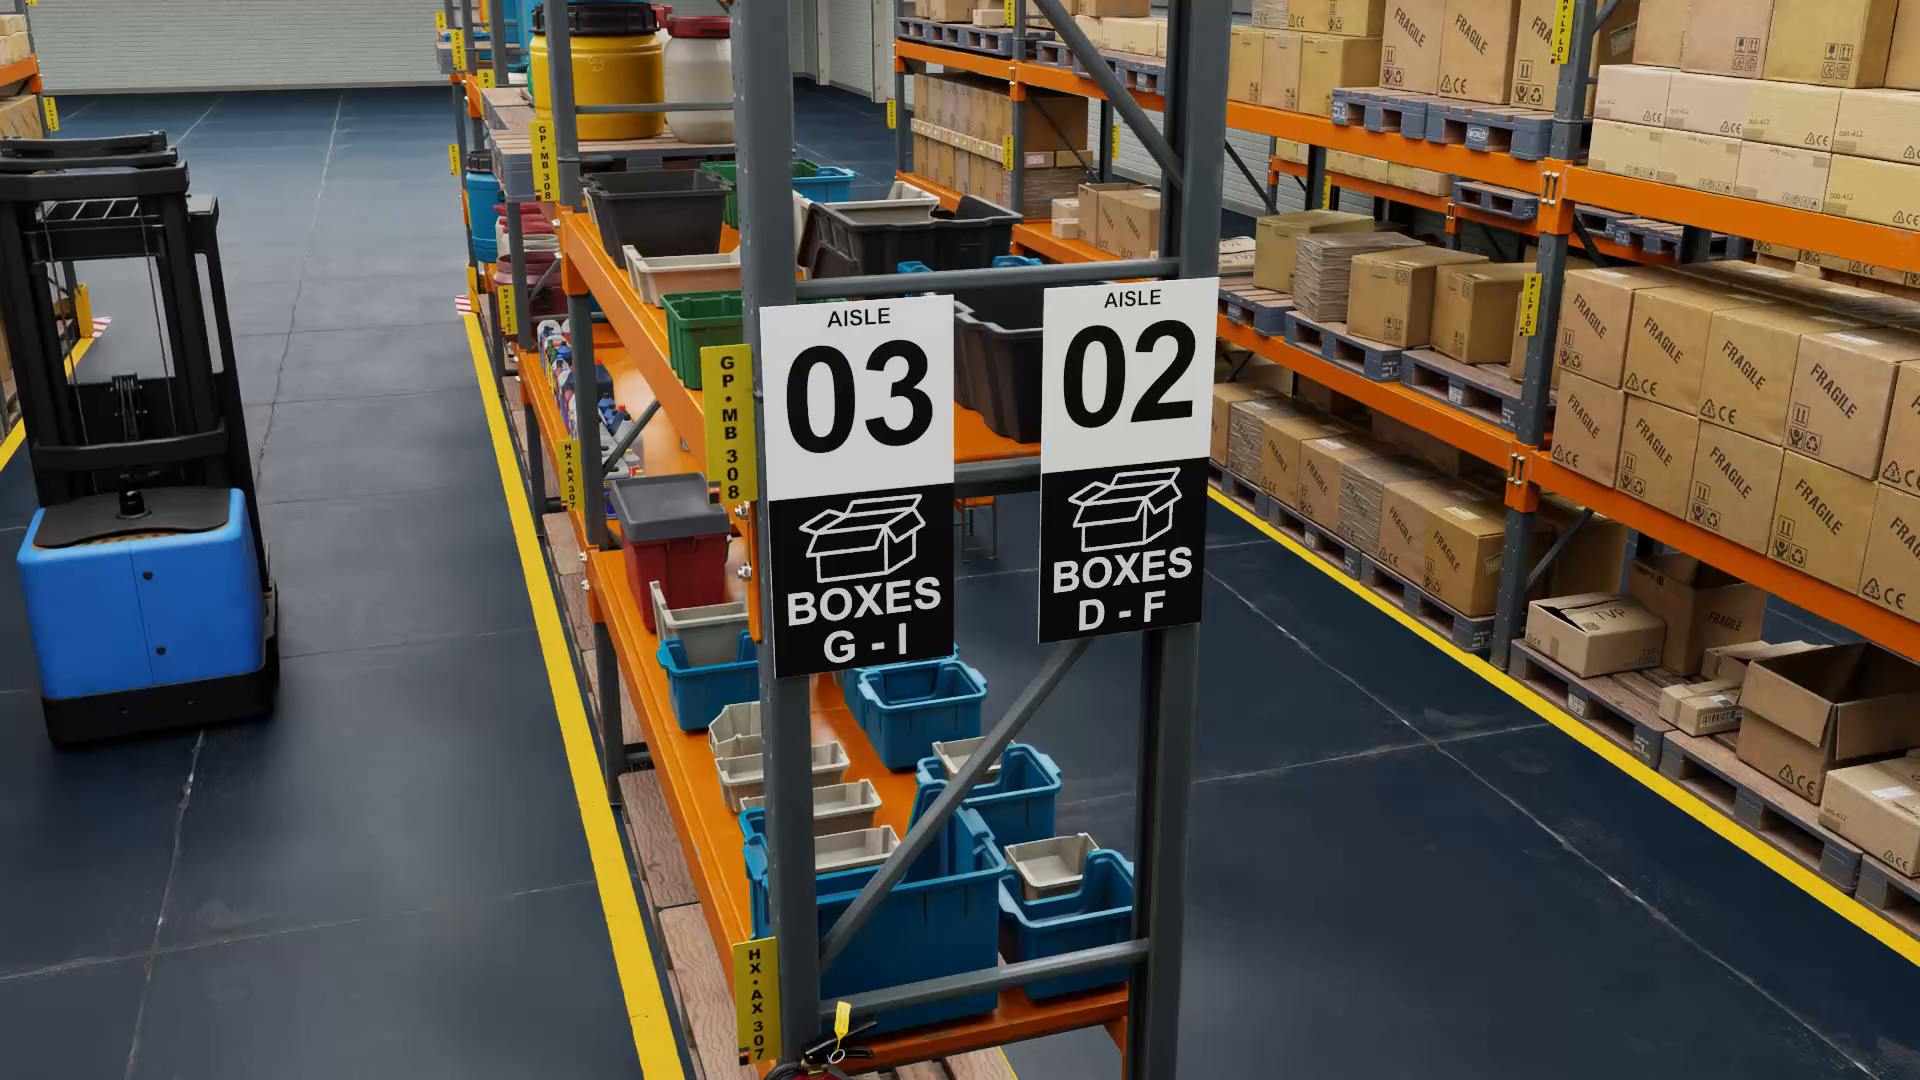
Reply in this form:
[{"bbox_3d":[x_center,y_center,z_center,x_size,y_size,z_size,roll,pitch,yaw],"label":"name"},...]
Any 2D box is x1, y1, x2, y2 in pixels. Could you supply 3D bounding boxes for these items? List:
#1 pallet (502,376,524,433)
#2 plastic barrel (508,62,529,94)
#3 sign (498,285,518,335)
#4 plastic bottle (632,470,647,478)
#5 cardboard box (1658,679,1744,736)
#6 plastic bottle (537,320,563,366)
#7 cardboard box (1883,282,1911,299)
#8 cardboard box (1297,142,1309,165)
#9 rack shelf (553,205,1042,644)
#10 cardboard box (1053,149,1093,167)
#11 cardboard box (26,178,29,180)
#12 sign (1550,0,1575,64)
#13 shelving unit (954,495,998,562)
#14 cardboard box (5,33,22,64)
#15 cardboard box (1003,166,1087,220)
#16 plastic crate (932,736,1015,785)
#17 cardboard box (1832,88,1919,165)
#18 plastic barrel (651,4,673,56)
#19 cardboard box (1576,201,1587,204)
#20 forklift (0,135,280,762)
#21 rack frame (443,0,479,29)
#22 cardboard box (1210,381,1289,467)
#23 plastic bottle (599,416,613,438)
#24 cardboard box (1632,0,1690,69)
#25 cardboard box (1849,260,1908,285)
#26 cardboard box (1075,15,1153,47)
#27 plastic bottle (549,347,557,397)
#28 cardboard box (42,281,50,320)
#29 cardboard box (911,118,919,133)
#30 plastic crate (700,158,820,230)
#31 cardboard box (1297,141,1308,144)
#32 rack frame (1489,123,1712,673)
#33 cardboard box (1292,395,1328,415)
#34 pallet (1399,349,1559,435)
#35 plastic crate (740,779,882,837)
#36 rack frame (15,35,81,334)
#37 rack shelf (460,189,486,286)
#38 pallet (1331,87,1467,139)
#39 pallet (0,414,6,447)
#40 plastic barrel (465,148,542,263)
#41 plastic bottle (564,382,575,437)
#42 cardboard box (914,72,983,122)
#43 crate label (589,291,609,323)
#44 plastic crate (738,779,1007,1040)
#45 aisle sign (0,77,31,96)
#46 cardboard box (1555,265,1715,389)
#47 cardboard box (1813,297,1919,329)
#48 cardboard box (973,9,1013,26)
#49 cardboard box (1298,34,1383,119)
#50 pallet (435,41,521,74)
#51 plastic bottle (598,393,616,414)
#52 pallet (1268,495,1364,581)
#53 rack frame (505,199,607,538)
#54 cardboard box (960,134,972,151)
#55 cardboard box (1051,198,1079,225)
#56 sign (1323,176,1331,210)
[{"bbox_3d":[-3.433,-1.222,14.506,1.003,0.211,1.213,-6,21,-17],"label":"pallet"},{"bbox_3d":[-3.081,-3.228,11.734,0.301,0.262,0.301,0,20,0],"label":"plastic barrel"},{"bbox_3d":[-2.980,-1.514,10.954,0.100,0.325,0.005,-6,21,-17],"label":"sign"},{"bbox_3d":[-1.520,-0.233,7.921,0.097,0.201,0.097,0,20,0],"label":"plastic bottle"},{"bbox_3d":[3.709,0.821,8.235,0.380,0.166,0.250,-6,21,-17],"label":"cardboard box"},{"bbox_3d":[-2.630,-1.267,10.690,0.152,0.276,0.135,-6,21,-17],"label":"plastic bottle"},{"bbox_3d":[7.260,-1.902,12.616,0.380,0.149,0.250,-6,21,-16],"label":"cardboard box"},{"bbox_3d":[4.460,-4.702,20.261,0.500,0.250,0.500,-7,21,-19],"label":"cardboard box"},{"bbox_3d":[-0.574,-0.646,5.405,1.077,0.370,4.000,-6,21,-17],"label":"rack shelf"},{"bbox_3d":[1.086,-3.766,16.357,0.380,0.149,0.250,-6,21,-17],"label":"cardboard box"},{"bbox_3d":[-9.142,-3.234,15.396,0.875,0.500,0.500,-6,21,-17],"label":"cardboard box"},{"bbox_3d":[2.975,-2.520,8.211,0.100,0.325,0.005,-6,21,-17],"label":"sign"},{"bbox_3d":[0.052,-0.512,11.066,0.258,1.200,0.503,-6,21,-17],"label":"shelving unit"},{"bbox_3d":[-9.124,-4.593,15.551,0.500,0.250,0.500,-6,21,-17],"label":"cardboard box"},{"bbox_3d":[0.841,-3.496,16.564,0.700,0.500,0.500,-7,21,-19],"label":"cardboard box"},{"bbox_3d":[0.054,0.721,5.273,0.250,0.136,0.298,-6,21,-17],"label":"plastic crate"},{"bbox_3d":[3.881,-1.651,6.622,0.500,0.250,0.500,-6,21,-17],"label":"cardboard box"},{"bbox_3d":[-1.759,-2.619,9.010,0.433,0.535,0.433,0,20,0],"label":"plastic barrel"},{"bbox_3d":[6.221,-3.534,16.019,0.700,0.500,0.500,-4,20,-10],"label":"cardboard box"},{"bbox_3d":[-4.555,-0.753,9.177,1.130,2.935,3.031,-7,21,-20],"label":"forklift"},{"bbox_3d":[-4.974,-6.889,17.284,1.000,3.000,0.127,-6,21,-17],"label":"rack frame"},{"bbox_3d":[2.116,-0.878,12.470,0.500,0.500,0.500,-5,20,-15],"label":"cardboard box"},{"bbox_3d":[-1.802,-0.452,8.310,0.144,0.351,0.185,-6,21,-17],"label":"plastic bottle"},{"bbox_3d":[3.690,-2.517,7.923,0.700,0.500,0.500,-6,21,-17],"label":"cardboard box"},{"bbox_3d":[7.166,-2.236,12.587,0.500,0.500,0.500,-6,21,-17],"label":"cardboard box"},{"bbox_3d":[1.347,-4.471,14.591,0.500,0.250,0.500,-9,21,-22],"label":"cardboard box"},{"bbox_3d":[-2.414,-1.000,9.936,0.061,0.283,0.133,-6,21,-17],"label":"plastic bottle"},{"bbox_3d":[-9.496,-2.358,16.622,0.500,0.500,0.500,-3,20,-7],"label":"cardboard box"},{"bbox_3d":[-0.352,-4.794,19.219,0.380,0.149,0.250,-7,21,-18],"label":"cardboard box"},{"bbox_3d":[-0.782,-1.423,6.817,0.450,0.188,0.662,-6,21,-17],"label":"plastic crate"},{"bbox_3d":[4.442,-5.065,20.164,0.500,0.500,0.500,-6,21,-17],"label":"cardboard box"},{"bbox_3d":[3.501,-0.740,9.039,1.000,3.000,0.127,-6,21,-17],"label":"rack frame"},{"bbox_3d":[2.761,-0.779,12.195,0.500,0.500,0.500,-6,20,-15],"label":"cardboard box"},{"bbox_3d":[3.354,-0.918,9.818,1.003,0.211,1.213,-6,21,-17],"label":"pallet"},{"bbox_3d":[-0.451,0.828,4.976,0.396,0.136,0.243,-6,21,-17],"label":"plastic crate"},{"bbox_3d":[-9.676,-3.539,16.833,1.000,3.000,0.127,-6,21,-17],"label":"rack frame"},{"bbox_3d":[-4.345,-3.085,16.633,1.077,0.370,4.000,-6,21,-17],"label":"rack shelf"},{"bbox_3d":[3.034,-2.612,10.093,1.213,0.211,1.003,-6,21,-17],"label":"pallet"},{"bbox_3d":[-8.173,-0.694,13.036,1.003,0.211,1.213,-6,21,-17],"label":"pallet"},{"bbox_3d":[-3.883,-2.862,14.205,0.600,0.901,0.708,-6,21,-17],"label":"plastic barrel"},{"bbox_3d":[-2.138,-0.718,9.151,0.061,0.283,0.133,-6,21,-17],"label":"plastic bottle"},{"bbox_3d":[-0.119,-5.080,19.056,0.700,0.500,0.500,-6,21,-17],"label":"cardboard box"},{"bbox_3d":[-2.515,-1.863,12.112,0.502,0.435,0.616,-6,21,-17],"label":"crate label"},{"bbox_3d":[-0.228,0.936,4.231,0.616,0.435,0.499,-6,21,-17],"label":"plastic crate"},{"bbox_3d":[-9.411,-4.815,16.538,0.394,0.787,0.004,-6,21,-17],"label":"aisle sign"},{"bbox_3d":[3.382,-1.076,8.349,0.500,0.500,0.500,-6,21,-16],"label":"cardboard box"},{"bbox_3d":[4.228,-0.797,7.571,0.500,0.500,0.500,-6,21,-17],"label":"cardboard box"},{"bbox_3d":[0.348,-5.222,16.624,0.380,0.149,0.250,-6,21,-17],"label":"cardboard box"},{"bbox_3d":[2.737,-3.015,10.789,0.910,0.500,0.500,-6,21,-17],"label":"cardboard box"},{"bbox_3d":[-4.036,-4.326,14.865,1.213,0.211,1.003,-6,21,-17],"label":"pallet"},{"bbox_3d":[-1.909,-0.662,9.013,0.097,0.271,0.097,0,20,0],"label":"plastic bottle"},{"bbox_3d":[2.822,-0.077,11.318,1.003,0.211,1.213,-6,21,-17],"label":"pallet"},{"bbox_3d":[-2.460,-1.498,11.151,1.000,3.000,0.127,-6,21,-17],"label":"rack frame"},{"bbox_3d":[0.214,-4.216,17.611,0.380,0.149,0.250,-6,21,-15],"label":"cardboard box"},{"bbox_3d":[1.183,-3.083,15.785,0.500,0.250,0.500,-5,20,-14],"label":"cardboard box"},{"bbox_3d":[2.756,-2.592,12.599,0.100,0.325,0.005,-6,21,-17],"label":"sign"}]
